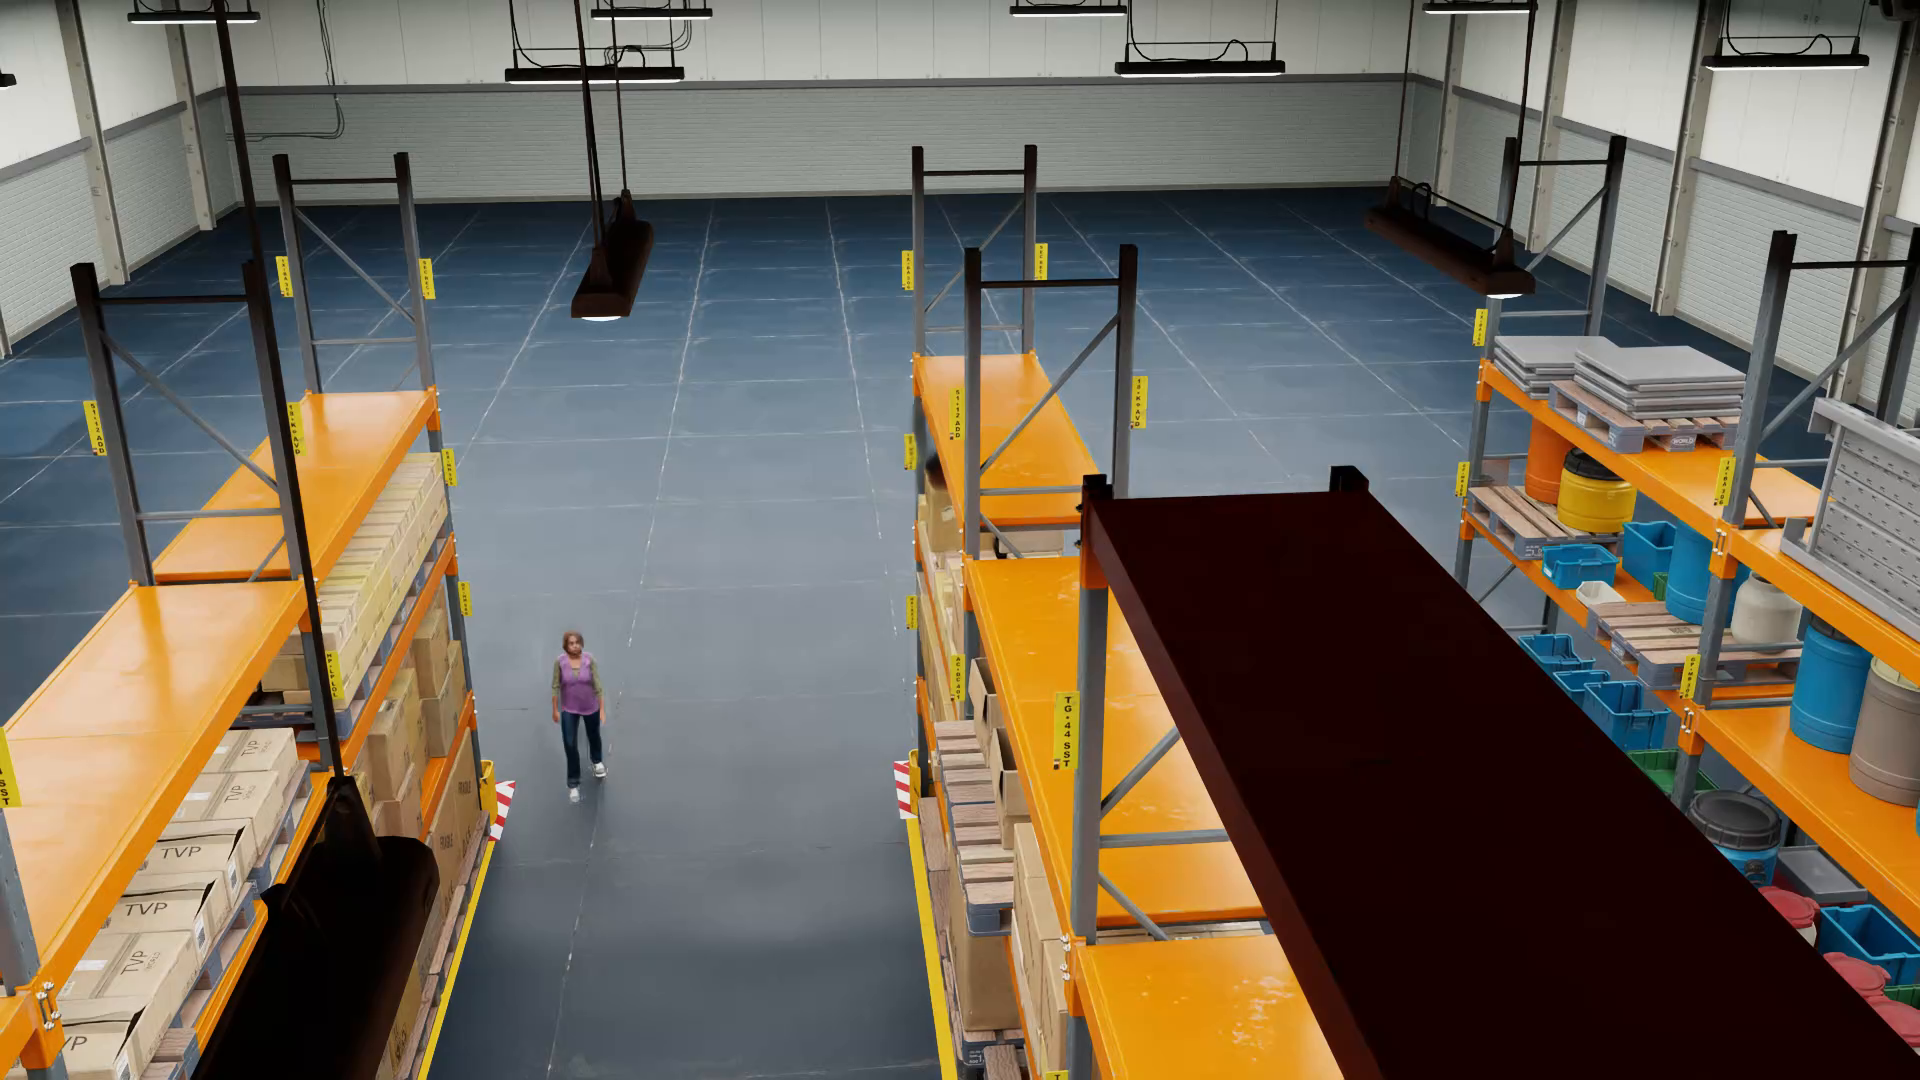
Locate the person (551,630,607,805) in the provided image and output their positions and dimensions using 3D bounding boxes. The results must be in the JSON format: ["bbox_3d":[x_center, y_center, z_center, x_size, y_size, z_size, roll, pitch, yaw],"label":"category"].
[{"bbox_3d":[-3.526,1.604,15.483,0.534,1.612,0.696,0,22,0],"label":"person"}]
